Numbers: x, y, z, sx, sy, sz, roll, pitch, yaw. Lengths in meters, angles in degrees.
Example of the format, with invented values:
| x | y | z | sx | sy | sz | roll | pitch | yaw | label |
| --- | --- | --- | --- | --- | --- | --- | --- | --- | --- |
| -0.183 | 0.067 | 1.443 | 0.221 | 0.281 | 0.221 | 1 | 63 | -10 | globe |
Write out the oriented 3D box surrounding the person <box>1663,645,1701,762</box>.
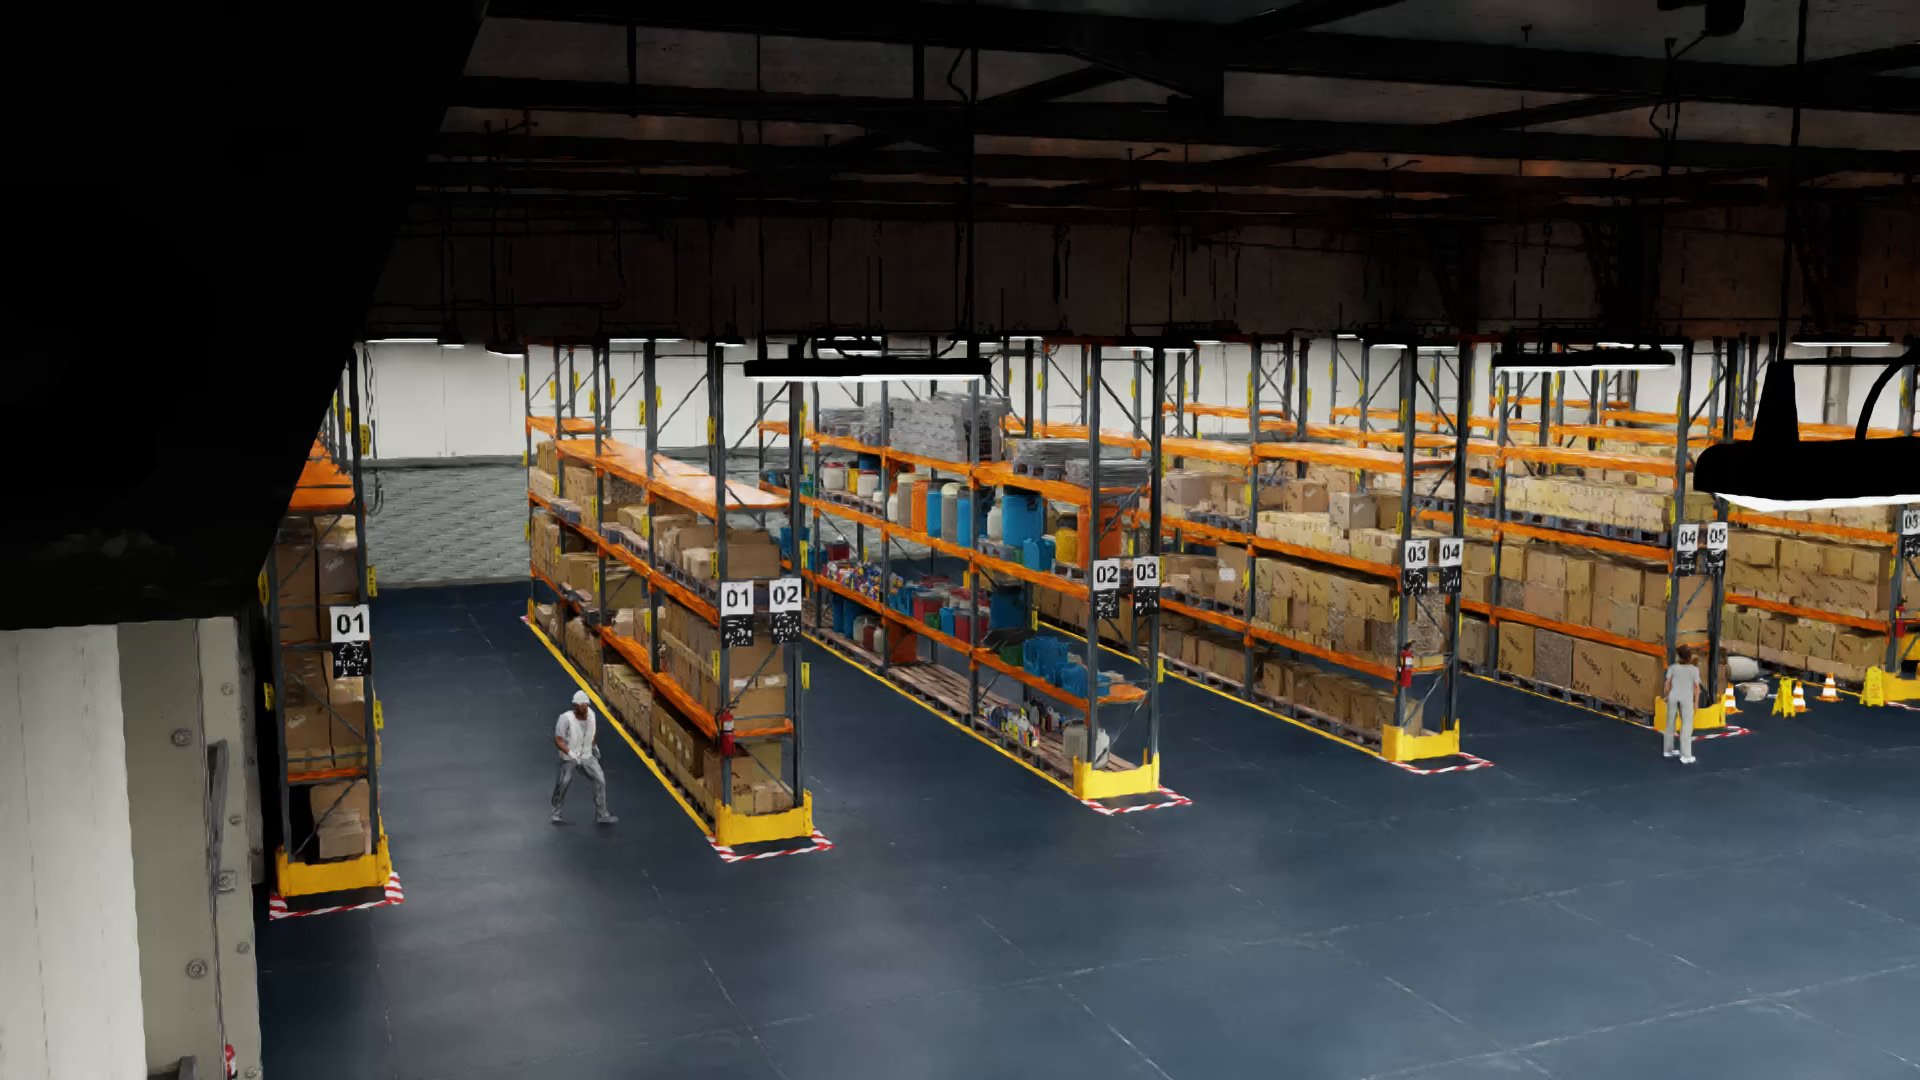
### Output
| x | y | z | sx | sy | sz | roll | pitch | yaw | label |
| --- | --- | --- | --- | --- | --- | --- | --- | --- | --- |
| 10.362 | 2.323 | 23.873 | 0.496 | 1.675 | 0.440 | 5 | 9 | 35 | person |

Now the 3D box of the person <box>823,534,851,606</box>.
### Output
| x | y | z | sx | sy | sz | roll | pitch | yaw | label |
| --- | --- | --- | --- | --- | --- | --- | --- | --- | --- |
| -2.591 | 0.713 | 35.865 | 0.674 | 1.715 | 0.842 | -6 | 10 | -39 | person |

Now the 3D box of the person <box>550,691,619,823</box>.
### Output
| x | y | z | sx | sy | sz | roll | pitch | yaw | label |
| --- | --- | --- | --- | --- | --- | --- | --- | --- | --- |
| -4.789 | 2.711 | 20.853 | 0.703 | 1.718 | 0.843 | -6 | 10 | -38 | person |
